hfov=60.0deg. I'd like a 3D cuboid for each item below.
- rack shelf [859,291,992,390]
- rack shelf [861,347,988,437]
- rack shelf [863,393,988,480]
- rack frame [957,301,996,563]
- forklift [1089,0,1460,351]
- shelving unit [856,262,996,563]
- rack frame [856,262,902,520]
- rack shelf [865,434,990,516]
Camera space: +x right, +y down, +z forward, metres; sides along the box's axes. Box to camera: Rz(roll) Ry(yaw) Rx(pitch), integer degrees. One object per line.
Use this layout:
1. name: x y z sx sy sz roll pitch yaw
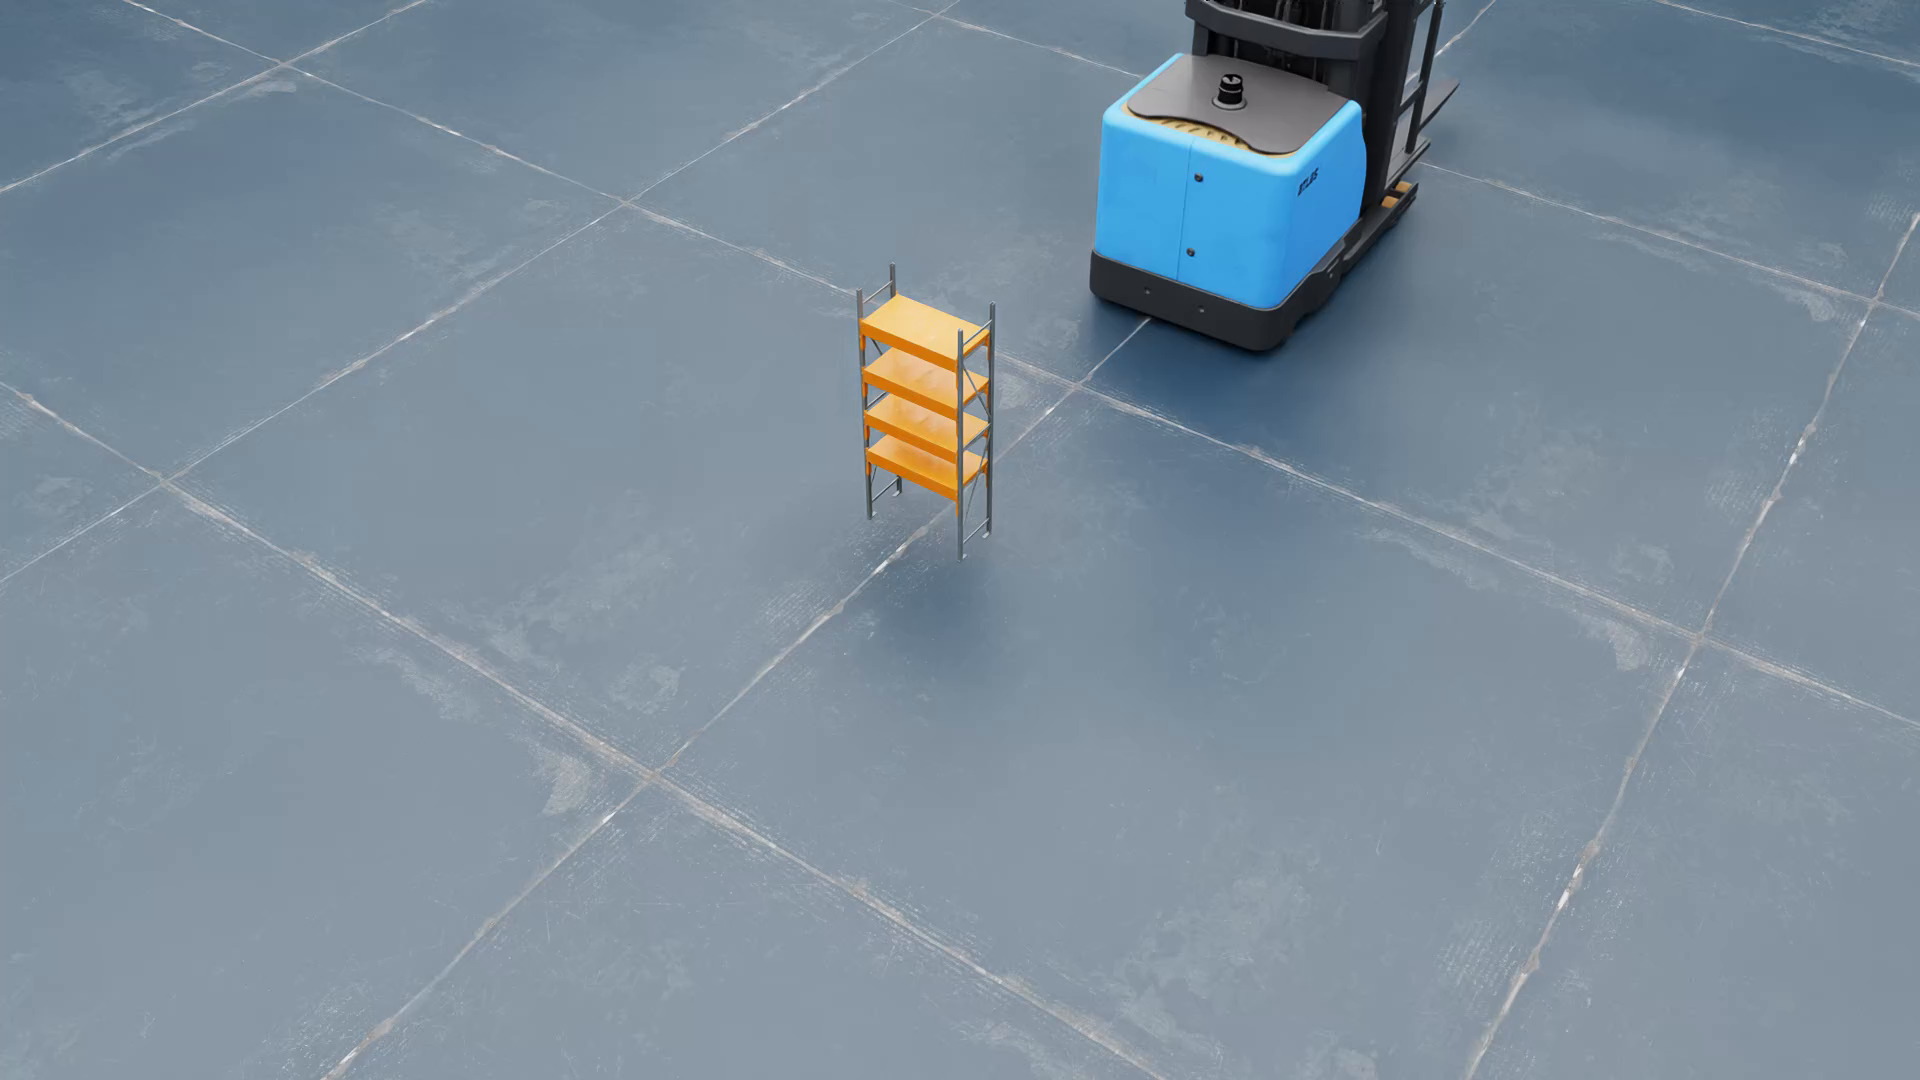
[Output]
1. rack shelf: -0.136 -0.803 6.659 0.480 0.148 0.258 25 48 25
2. rack shelf: -0.136 -0.627 6.816 0.480 0.148 0.258 25 48 25
3. rack shelf: -0.136 -0.460 6.966 0.480 0.148 0.258 25 48 25
4. rack frame: 0.064 -0.417 6.816 0.015 1.200 0.240 25 48 25
5. forklift: 1.898 -2.978 8.380 1.130 2.935 3.031 24 47 24
6. shelving unit: -0.136 -0.511 6.921 0.503 1.200 0.258 25 48 25
7. rack frame: -0.335 -0.604 7.025 0.015 1.200 0.240 25 48 25
8. rack shelf: -0.136 -0.312 7.098 0.480 0.148 0.258 25 48 25
